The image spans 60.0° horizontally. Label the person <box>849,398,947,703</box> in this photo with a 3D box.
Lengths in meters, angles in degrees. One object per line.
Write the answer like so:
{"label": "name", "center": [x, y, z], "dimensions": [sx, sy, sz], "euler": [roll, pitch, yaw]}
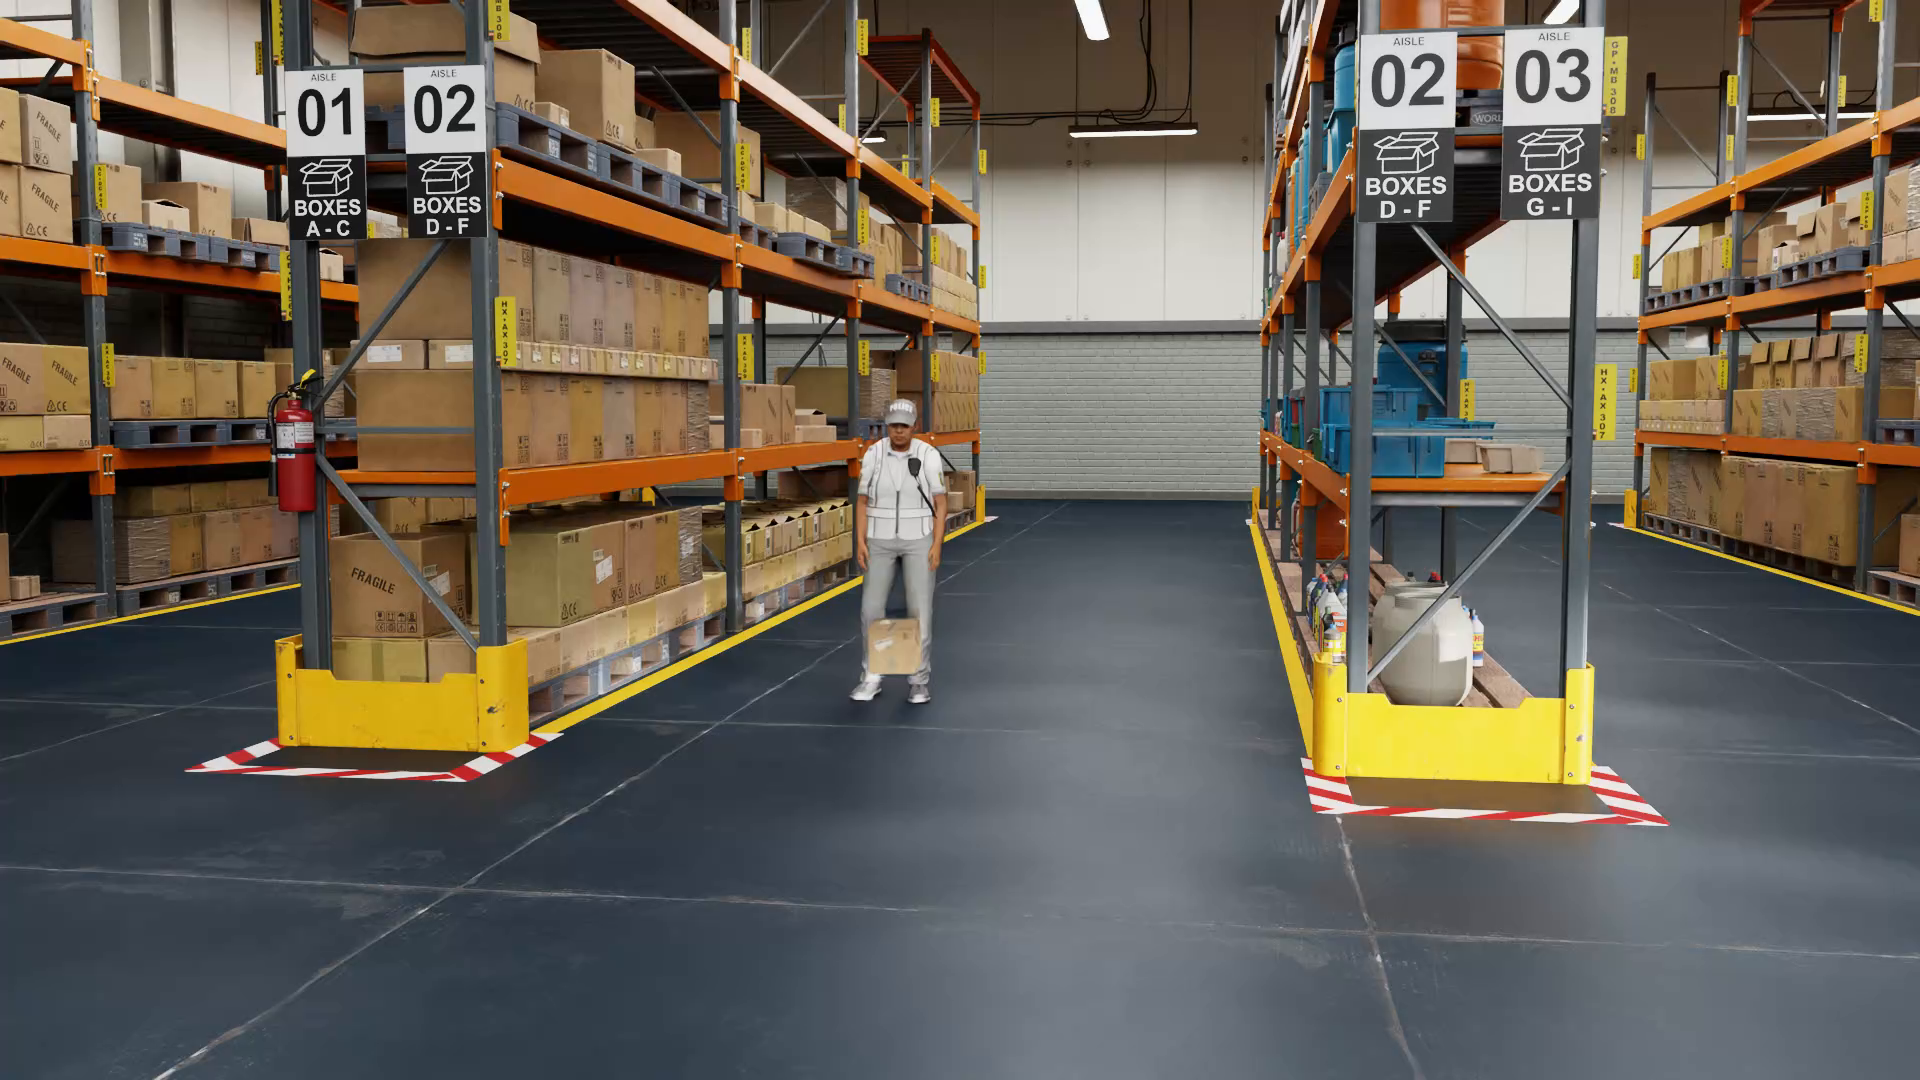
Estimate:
{"label": "person", "center": [-0.340, 0.049, 9.243], "dimensions": [0.532, 1.668, 0.452], "euler": [0, 5, 6]}
